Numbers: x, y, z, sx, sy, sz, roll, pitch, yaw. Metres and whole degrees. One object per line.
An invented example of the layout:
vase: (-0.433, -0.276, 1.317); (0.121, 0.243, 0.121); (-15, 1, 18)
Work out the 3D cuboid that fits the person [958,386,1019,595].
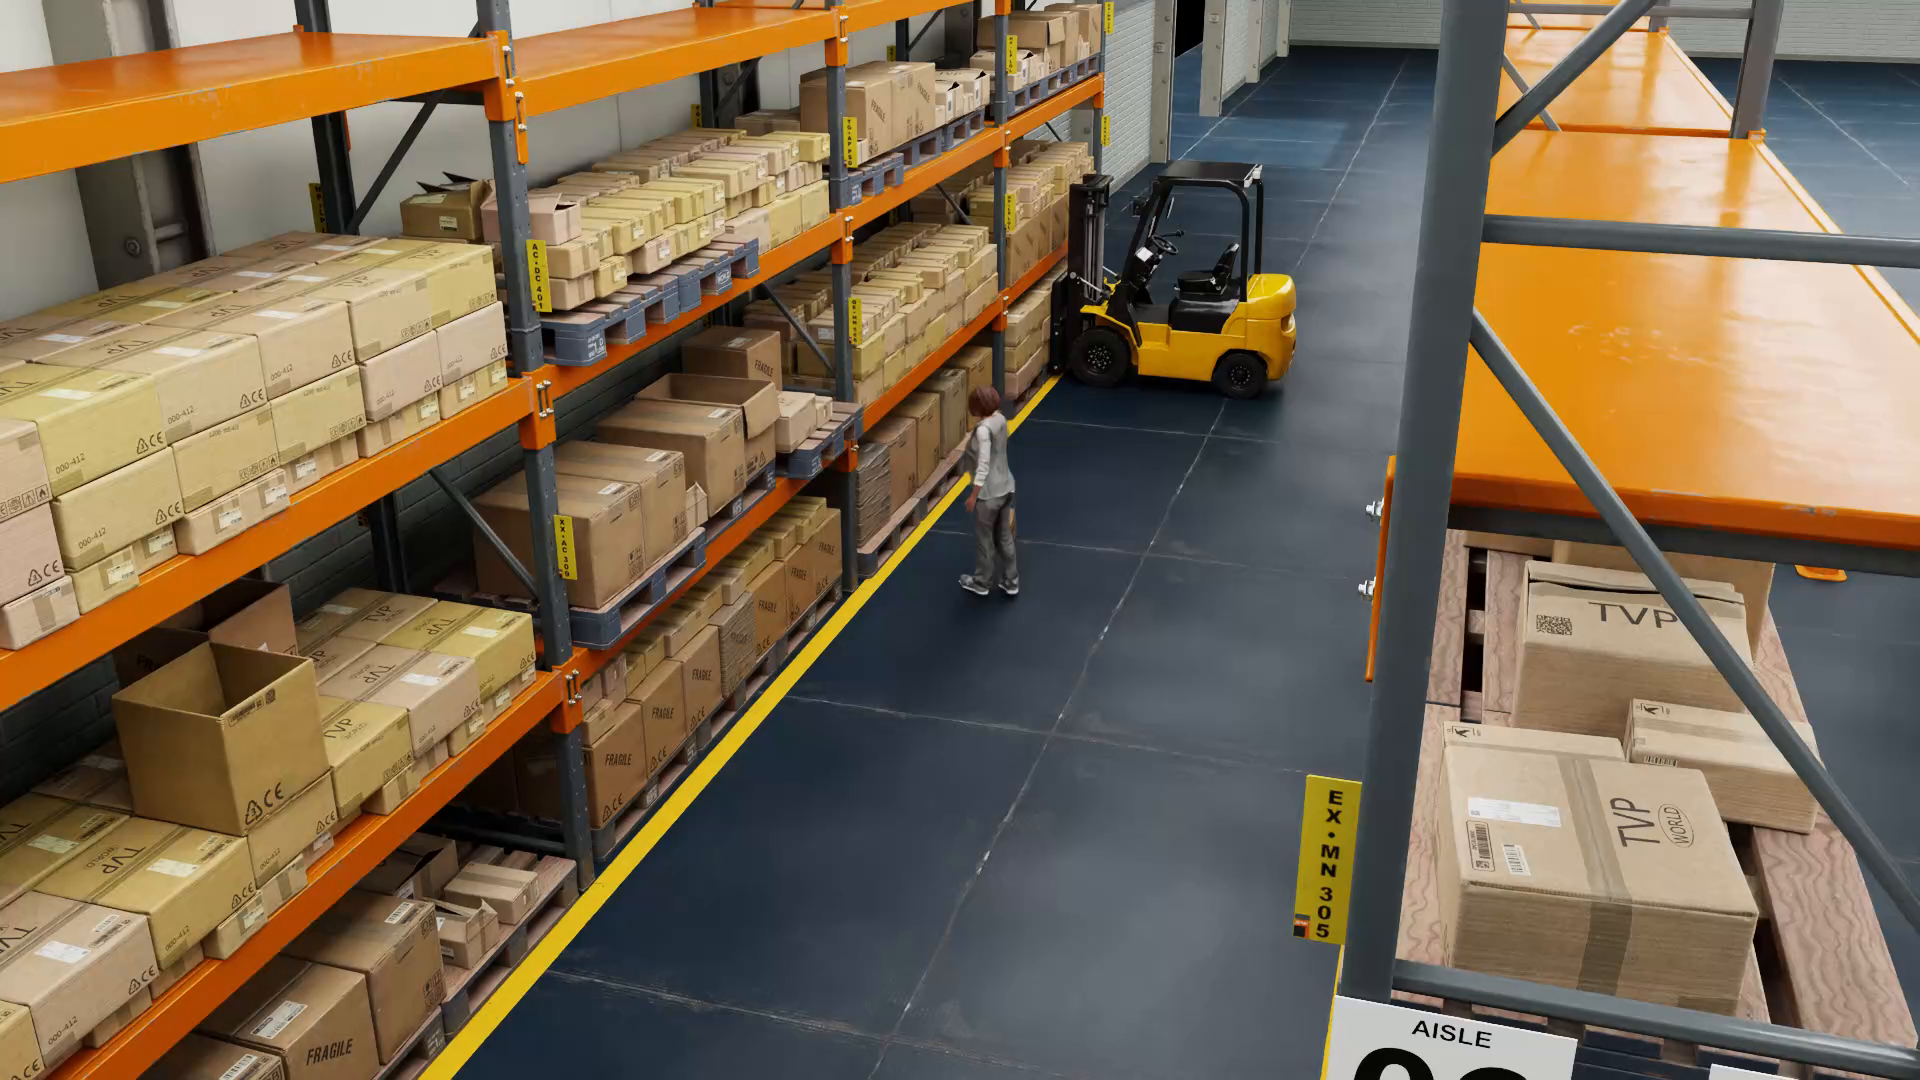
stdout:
person: (0.192, -0.338, 11.893); (0.462, 1.579, 0.487); (9, 24, 21)
